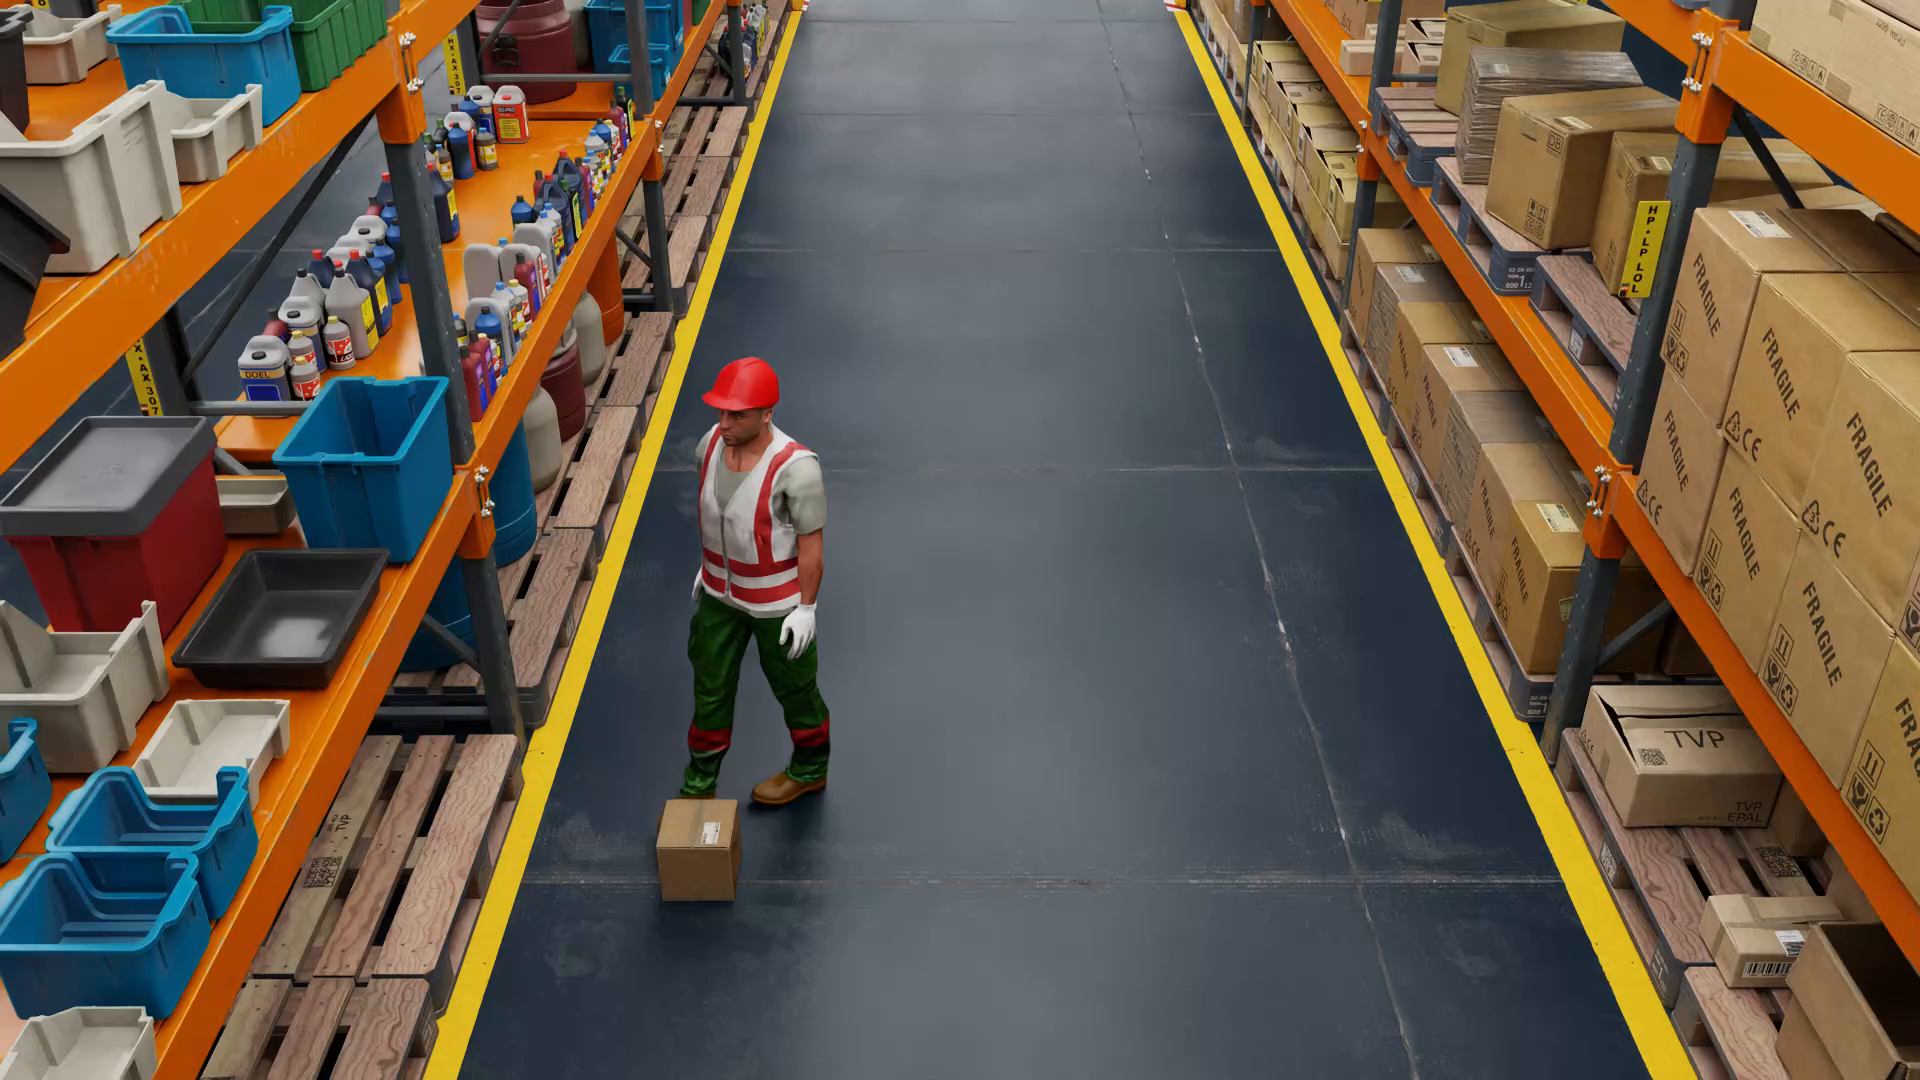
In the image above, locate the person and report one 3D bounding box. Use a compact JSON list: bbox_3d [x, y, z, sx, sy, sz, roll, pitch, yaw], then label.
[{"bbox_3d":[-0.789,0.242,5.701,0.551,1.786,0.633,19,36,28],"label":"person"}]
